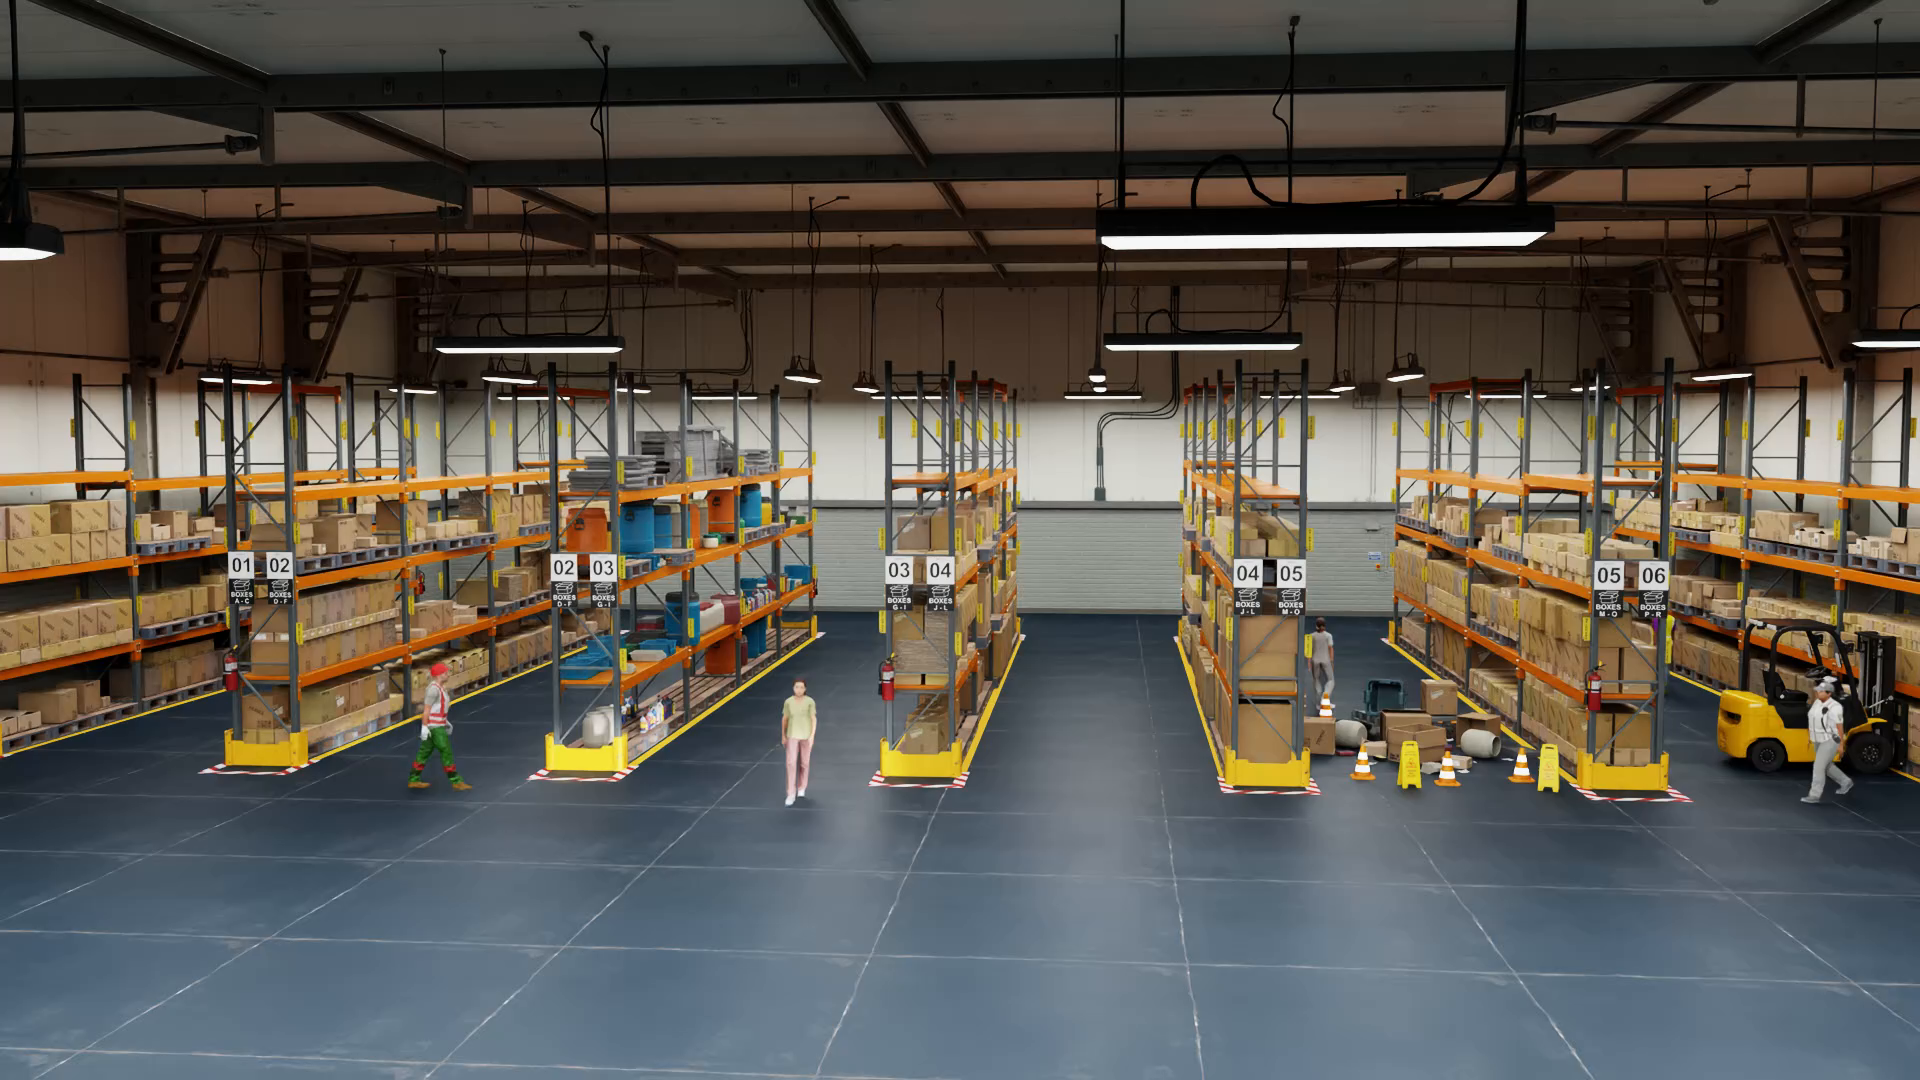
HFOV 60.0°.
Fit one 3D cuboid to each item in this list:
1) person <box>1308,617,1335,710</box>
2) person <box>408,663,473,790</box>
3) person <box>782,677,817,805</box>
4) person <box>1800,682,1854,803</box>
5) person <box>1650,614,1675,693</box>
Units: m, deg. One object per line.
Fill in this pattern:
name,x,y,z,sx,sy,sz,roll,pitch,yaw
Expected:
person,6.473,2.216,29.779,0.498,1.669,0.515,1,4,13
person,-7.241,2.589,23.146,0.901,1.752,0.589,-1,4,-9
person,-2.165,2.686,22.435,0.469,1.642,0.830,-1,4,-8
person,11.709,2.705,22.418,0.947,1.619,0.499,-1,4,-14
person,13.405,2.033,31.730,0.613,1.765,0.472,-2,4,-28
